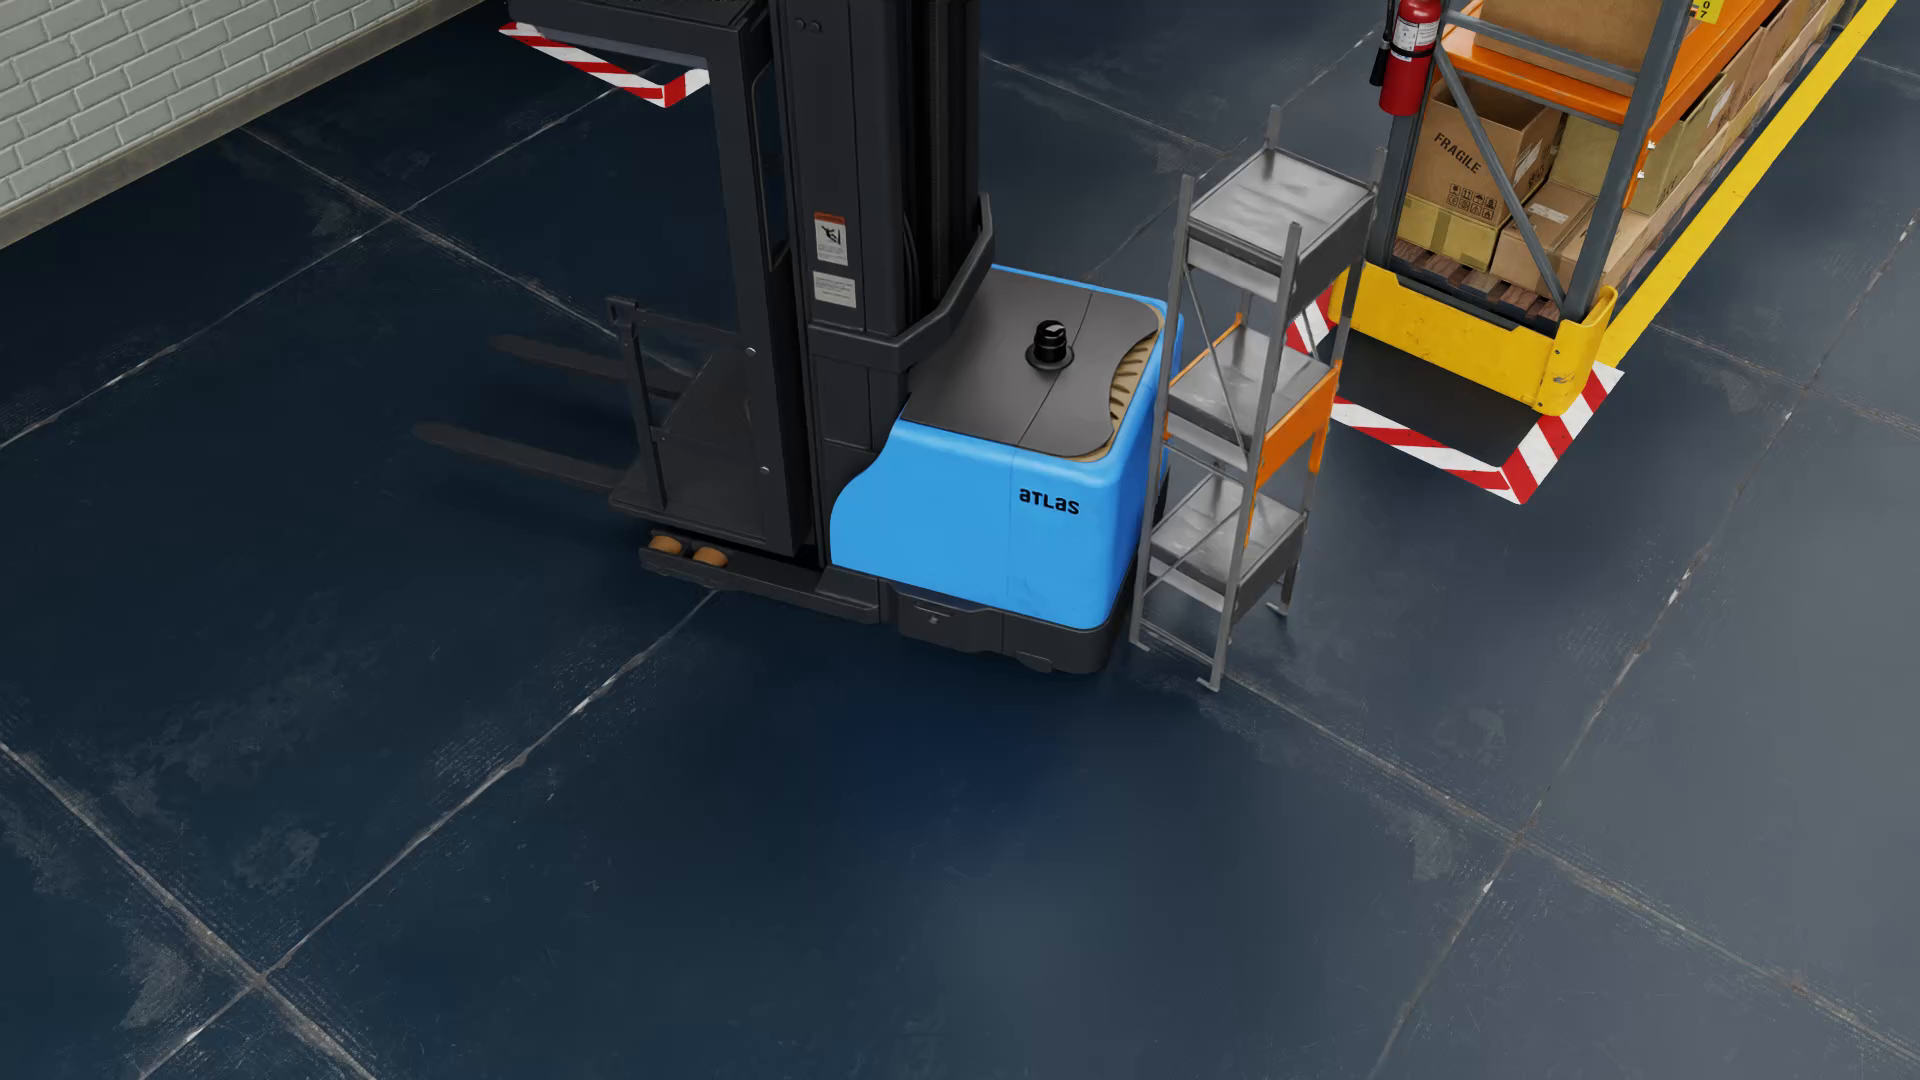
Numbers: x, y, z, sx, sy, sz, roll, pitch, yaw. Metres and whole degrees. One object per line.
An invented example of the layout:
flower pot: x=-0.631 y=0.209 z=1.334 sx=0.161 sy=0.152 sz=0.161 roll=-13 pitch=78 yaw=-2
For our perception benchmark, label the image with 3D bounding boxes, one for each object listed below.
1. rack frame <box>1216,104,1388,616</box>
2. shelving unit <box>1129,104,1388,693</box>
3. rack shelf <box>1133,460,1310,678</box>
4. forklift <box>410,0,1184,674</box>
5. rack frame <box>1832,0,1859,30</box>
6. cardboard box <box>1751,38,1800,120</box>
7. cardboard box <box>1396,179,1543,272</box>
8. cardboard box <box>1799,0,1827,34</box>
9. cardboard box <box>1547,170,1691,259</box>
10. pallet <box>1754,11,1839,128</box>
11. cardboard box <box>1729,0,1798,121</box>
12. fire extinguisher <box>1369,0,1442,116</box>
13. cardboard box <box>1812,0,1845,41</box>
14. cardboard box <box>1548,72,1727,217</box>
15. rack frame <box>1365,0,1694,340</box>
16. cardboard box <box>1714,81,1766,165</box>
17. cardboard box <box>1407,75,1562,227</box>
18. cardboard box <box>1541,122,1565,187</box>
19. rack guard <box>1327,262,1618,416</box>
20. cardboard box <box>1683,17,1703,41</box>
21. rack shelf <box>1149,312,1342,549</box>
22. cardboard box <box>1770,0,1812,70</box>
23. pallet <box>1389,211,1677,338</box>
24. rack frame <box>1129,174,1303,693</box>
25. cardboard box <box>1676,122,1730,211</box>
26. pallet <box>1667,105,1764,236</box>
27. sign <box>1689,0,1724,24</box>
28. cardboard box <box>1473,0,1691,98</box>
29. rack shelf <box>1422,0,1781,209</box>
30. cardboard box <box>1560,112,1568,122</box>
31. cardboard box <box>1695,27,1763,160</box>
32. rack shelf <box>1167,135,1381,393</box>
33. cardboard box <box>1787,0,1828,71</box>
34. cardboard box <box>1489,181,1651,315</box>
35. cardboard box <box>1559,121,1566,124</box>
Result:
rack frame: x=1.116 y=-0.523 z=5.798 sx=0.400 sy=2.100 sz=0.015 roll=31 pitch=53 yaw=26
shelving unit: x=0.962 y=-0.387 z=5.667 sx=0.431 sy=2.100 sz=0.503 roll=31 pitch=53 yaw=26
rack shelf: x=0.961 y=0.107 z=6.182 sx=0.431 sy=0.518 sz=0.480 roll=31 pitch=53 yaw=26
forklift: x=-0.737 y=-1.166 z=5.837 sx=3.031 sy=2.935 sz=1.130 roll=14 pitch=48 yaw=13
rack frame: x=4.712 y=-4.217 z=8.703 sx=1.000 sy=3.000 sz=0.127 roll=29 pitch=53 yaw=25
cardboard box: x=3.994 y=-2.475 z=8.651 sx=0.500 sy=0.250 sz=0.500 roll=29 pitch=53 yaw=25
cardboard box: x=2.361 y=-1.560 z=7.777 sx=0.500 sy=0.250 sz=0.500 roll=29 pitch=53 yaw=25
cardboard box: x=4.287 y=-3.028 z=8.661 sx=0.500 sy=0.500 sz=0.500 roll=29 pitch=53 yaw=25
cardboard box: x=3.073 y=-1.619 z=7.833 sx=0.500 sy=0.250 sz=0.500 roll=29 pitch=53 yaw=25
pallet: x=4.193 y=-2.817 z=9.295 sx=1.003 sy=0.211 sz=1.213 roll=29 pitch=53 yaw=25
cardboard box: x=3.690 y=-2.448 z=8.106 sx=0.500 sy=0.500 sz=0.500 roll=29 pitch=53 yaw=25
fire extinguisher: x=1.827 y=-2.039 z=6.677 sx=0.296 sy=0.674 sz=0.183 roll=29 pitch=53 yaw=25
cardboard box: x=4.601 y=-3.050 z=9.200 sx=0.500 sy=0.250 sz=0.500 roll=29 pitch=53 yaw=25
cardboard box: x=3.075 y=-1.877 z=7.562 sx=0.500 sy=0.500 sz=0.500 roll=29 pitch=53 yaw=25
rack frame: x=2.266 y=-1.928 z=6.517 sx=1.000 sy=3.000 sz=0.127 roll=29 pitch=53 yaw=25
cardboard box: x=3.689 y=-2.189 z=8.378 sx=0.500 sy=0.250 sz=0.500 roll=29 pitch=53 yaw=25
cardboard box: x=2.359 y=-1.820 z=7.507 sx=0.500 sy=0.500 sz=0.500 roll=29 pitch=53 yaw=25
cardboard box: x=2.657 y=-1.852 z=8.056 sx=0.500 sy=0.250 sz=0.500 roll=29 pitch=53 yaw=25
rack guard: x=2.252 y=-1.051 z=7.408 sx=1.175 sy=0.500 sz=0.348 roll=29 pitch=53 yaw=25
cardboard box: x=2.879 y=-2.526 z=7.020 sx=0.700 sy=0.500 sz=0.500 roll=31 pitch=53 yaw=26
rack shelf: x=0.962 y=-0.377 z=5.677 sx=0.431 sy=0.518 sz=0.480 roll=31 pitch=53 yaw=26
cardboard box: x=3.984 y=-2.740 z=8.386 sx=0.500 sy=0.500 sz=0.500 roll=29 pitch=53 yaw=25
pallet: x=2.701 y=-1.421 z=7.961 sx=1.003 sy=0.211 sz=1.213 roll=29 pitch=53 yaw=25
rack frame: x=0.807 y=-0.250 z=5.536 sx=0.400 sy=2.100 sz=0.015 roll=31 pitch=53 yaw=26
cardboard box: x=3.379 y=-1.905 z=8.107 sx=0.500 sy=0.250 sz=0.500 roll=29 pitch=53 yaw=25
pallet: x=3.447 y=-2.116 z=8.625 sx=1.003 sy=0.211 sz=1.213 roll=29 pitch=53 yaw=25
sign: x=2.702 y=-2.005 z=5.938 sx=0.100 sy=0.325 sz=0.005 roll=29 pitch=53 yaw=25
cardboard box: x=2.562 y=-2.224 z=6.731 sx=0.700 sy=0.500 sz=0.500 roll=29 pitch=53 yaw=25
rack shelf: x=3.489 y=-2.824 z=7.870 sx=1.077 sy=0.370 sz=4.000 roll=29 pitch=53 yaw=25
cardboard box: x=2.959 y=-2.399 z=8.060 sx=0.500 sy=0.500 sz=0.500 roll=29 pitch=53 yaw=25
cardboard box: x=3.370 y=-2.169 z=7.840 sx=0.500 sy=0.500 sz=0.500 roll=29 pitch=53 yaw=25
rack shelf: x=0.962 y=-0.861 z=5.171 sx=0.431 sy=0.518 sz=0.480 roll=31 pitch=53 yaw=26
cardboard box: x=4.288 y=-2.768 z=8.931 sx=0.500 sy=0.250 sz=0.500 roll=29 pitch=53 yaw=25
cardboard box: x=2.770 y=-1.331 z=7.559 sx=0.500 sy=0.250 sz=0.500 roll=29 pitch=53 yaw=25
cardboard box: x=2.961 y=-2.139 z=8.330 sx=0.500 sy=0.250 sz=0.500 roll=29 pitch=53 yaw=25
